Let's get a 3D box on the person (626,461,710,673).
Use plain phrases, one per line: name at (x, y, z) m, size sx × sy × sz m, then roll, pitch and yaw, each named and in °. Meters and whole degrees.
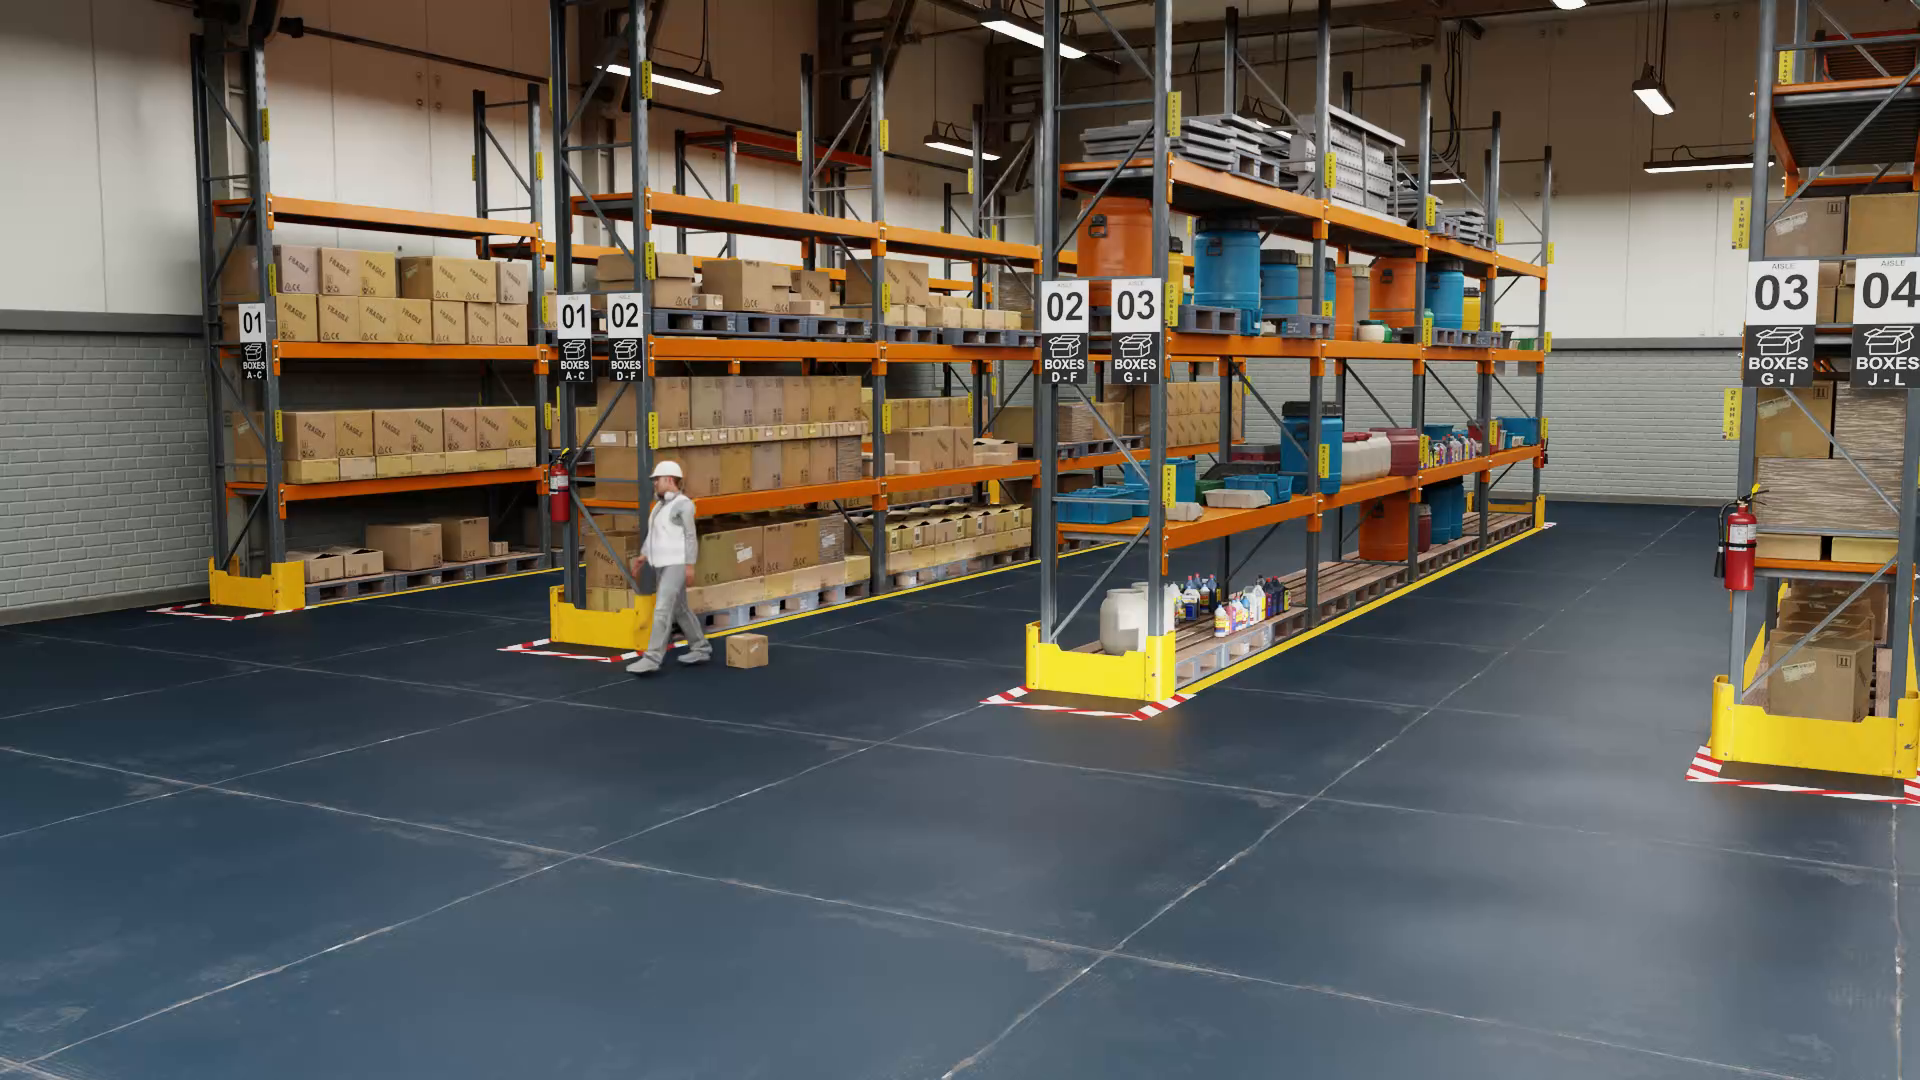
person at (-2.491, 0.206, 13.943) m, size 0.876 × 1.718 × 0.516 m, roll -4°, pitch 7°, yaw -35°
